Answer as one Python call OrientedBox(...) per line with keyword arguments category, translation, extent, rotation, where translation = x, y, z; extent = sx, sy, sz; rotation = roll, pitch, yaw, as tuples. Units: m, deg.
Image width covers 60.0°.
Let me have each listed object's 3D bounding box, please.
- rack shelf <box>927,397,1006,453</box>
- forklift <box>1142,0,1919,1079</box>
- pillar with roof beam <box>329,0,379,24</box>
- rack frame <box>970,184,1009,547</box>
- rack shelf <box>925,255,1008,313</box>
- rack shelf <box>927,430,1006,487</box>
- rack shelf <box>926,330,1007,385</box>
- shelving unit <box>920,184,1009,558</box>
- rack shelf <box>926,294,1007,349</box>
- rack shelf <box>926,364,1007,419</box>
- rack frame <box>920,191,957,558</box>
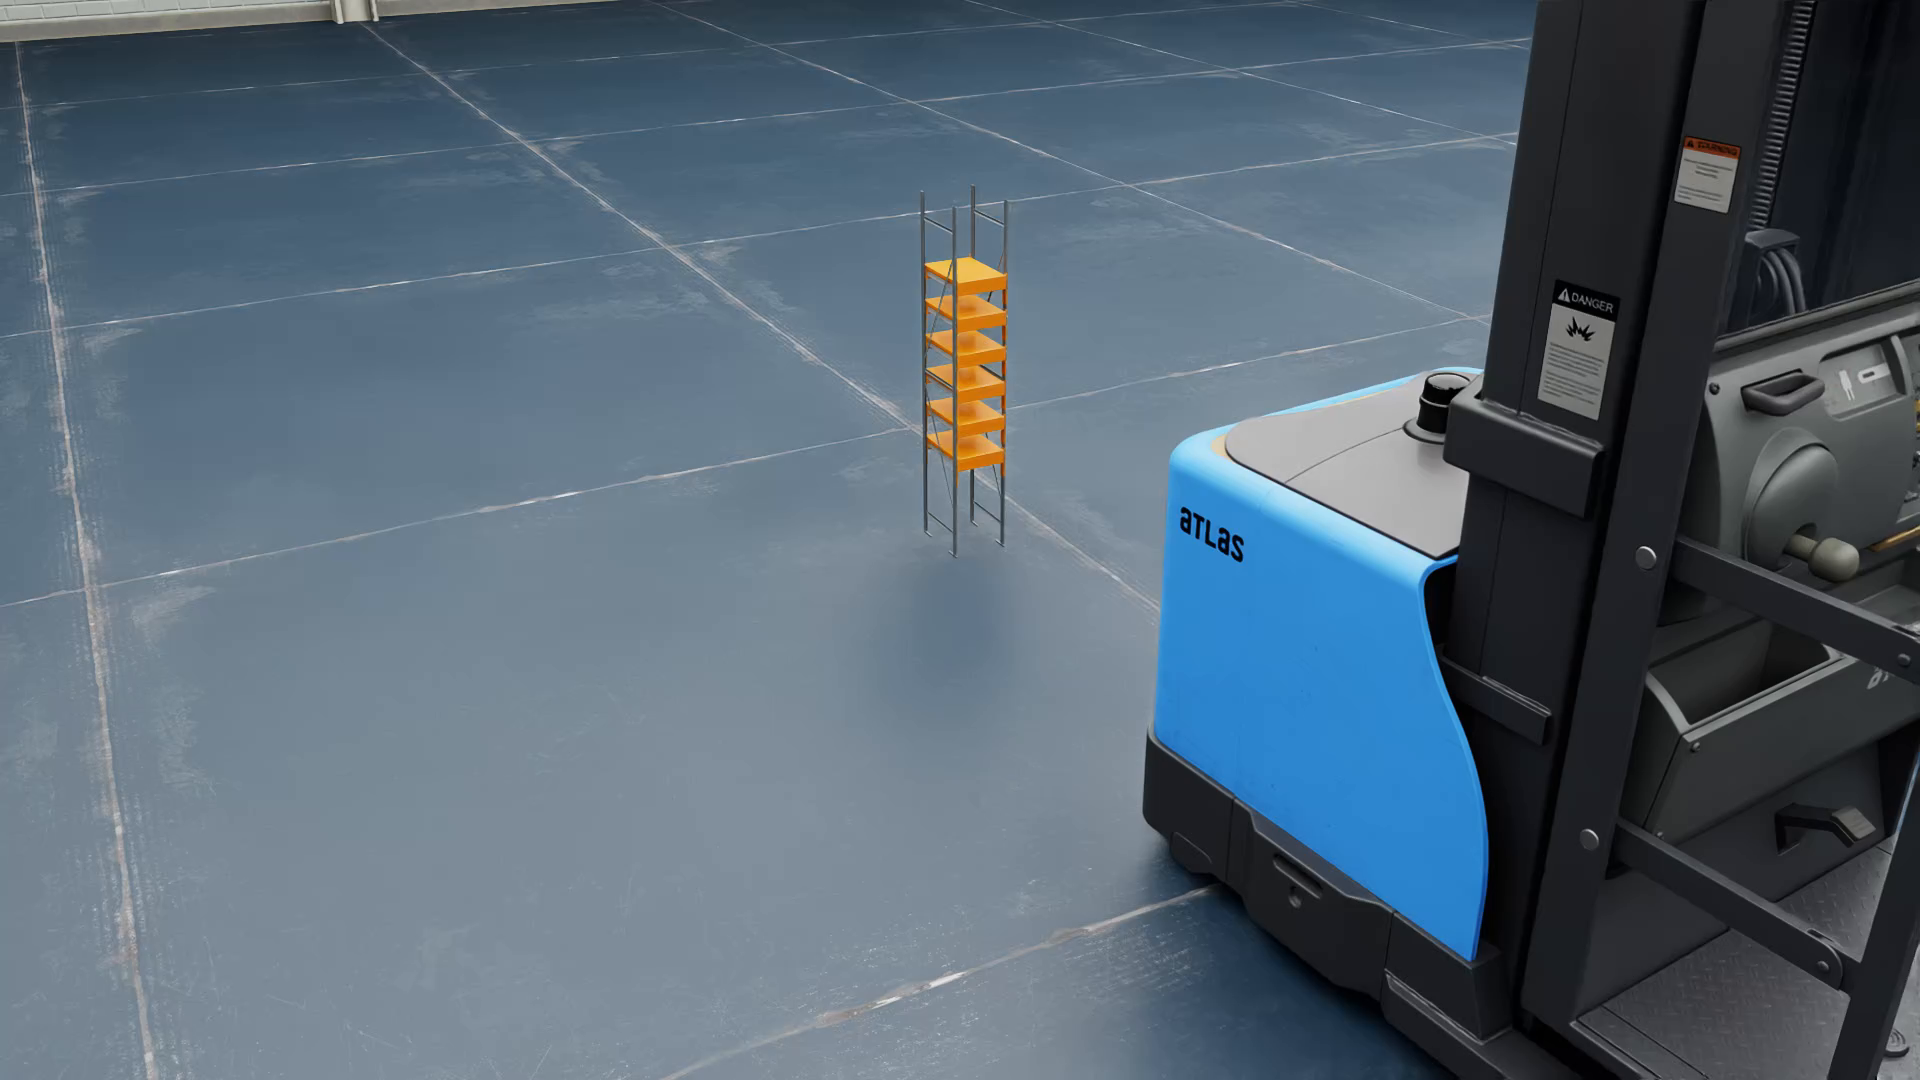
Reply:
OrientedBox(category="rack shelf", translation=(0.013, -0.396, 5.568), extent=(0.180, 0.103, 0.258), rotation=(-13, 29, -25))
OrientedBox(category="forklift", translation=(1.685, -0.162, 2.702), extent=(1.130, 2.935, 3.031), rotation=(-16, 30, -30))
OrientedBox(category="pillar with roof beam", translation=(-3.966, -7.568, 11.115), extent=(0.400, 9.000, 9.100), rotation=(-13, 29, -25))
OrientedBox(category="rack frame", translation=(0.093, -0.562, 5.535), extent=(0.006, 1.200, 0.240), rotation=(-13, 29, -25))
OrientedBox(category="rack shelf", translation=(0.013, -0.828, 5.360), extent=(0.180, 0.103, 0.258), rotation=(-13, 29, -25))
OrientedBox(category="rack shelf", translation=(0.013, -0.287, 5.620), extent=(0.180, 0.103, 0.258), rotation=(-13, 29, -25))
OrientedBox(category="rack shelf", translation=(0.013, -0.612, 5.464), extent=(0.180, 0.103, 0.258), rotation=(-13, 29, -25))
OrientedBox(category="shelving unit", translation=(0.013, -0.544, 5.496), extent=(0.189, 1.200, 0.258), rotation=(-13, 29, -25))
OrientedBox(category="rack shelf", translation=(0.013, -0.720, 5.412), extent=(0.180, 0.103, 0.258), rotation=(-13, 29, -25))
OrientedBox(category="rack shelf", translation=(0.013, -0.504, 5.516), extent=(0.180, 0.103, 0.258), rotation=(-13, 29, -25))
OrientedBox(category="rack frame", translation=(-0.068, -0.525, 5.458), extent=(0.006, 1.200, 0.240), rotation=(-13, 29, -25))
